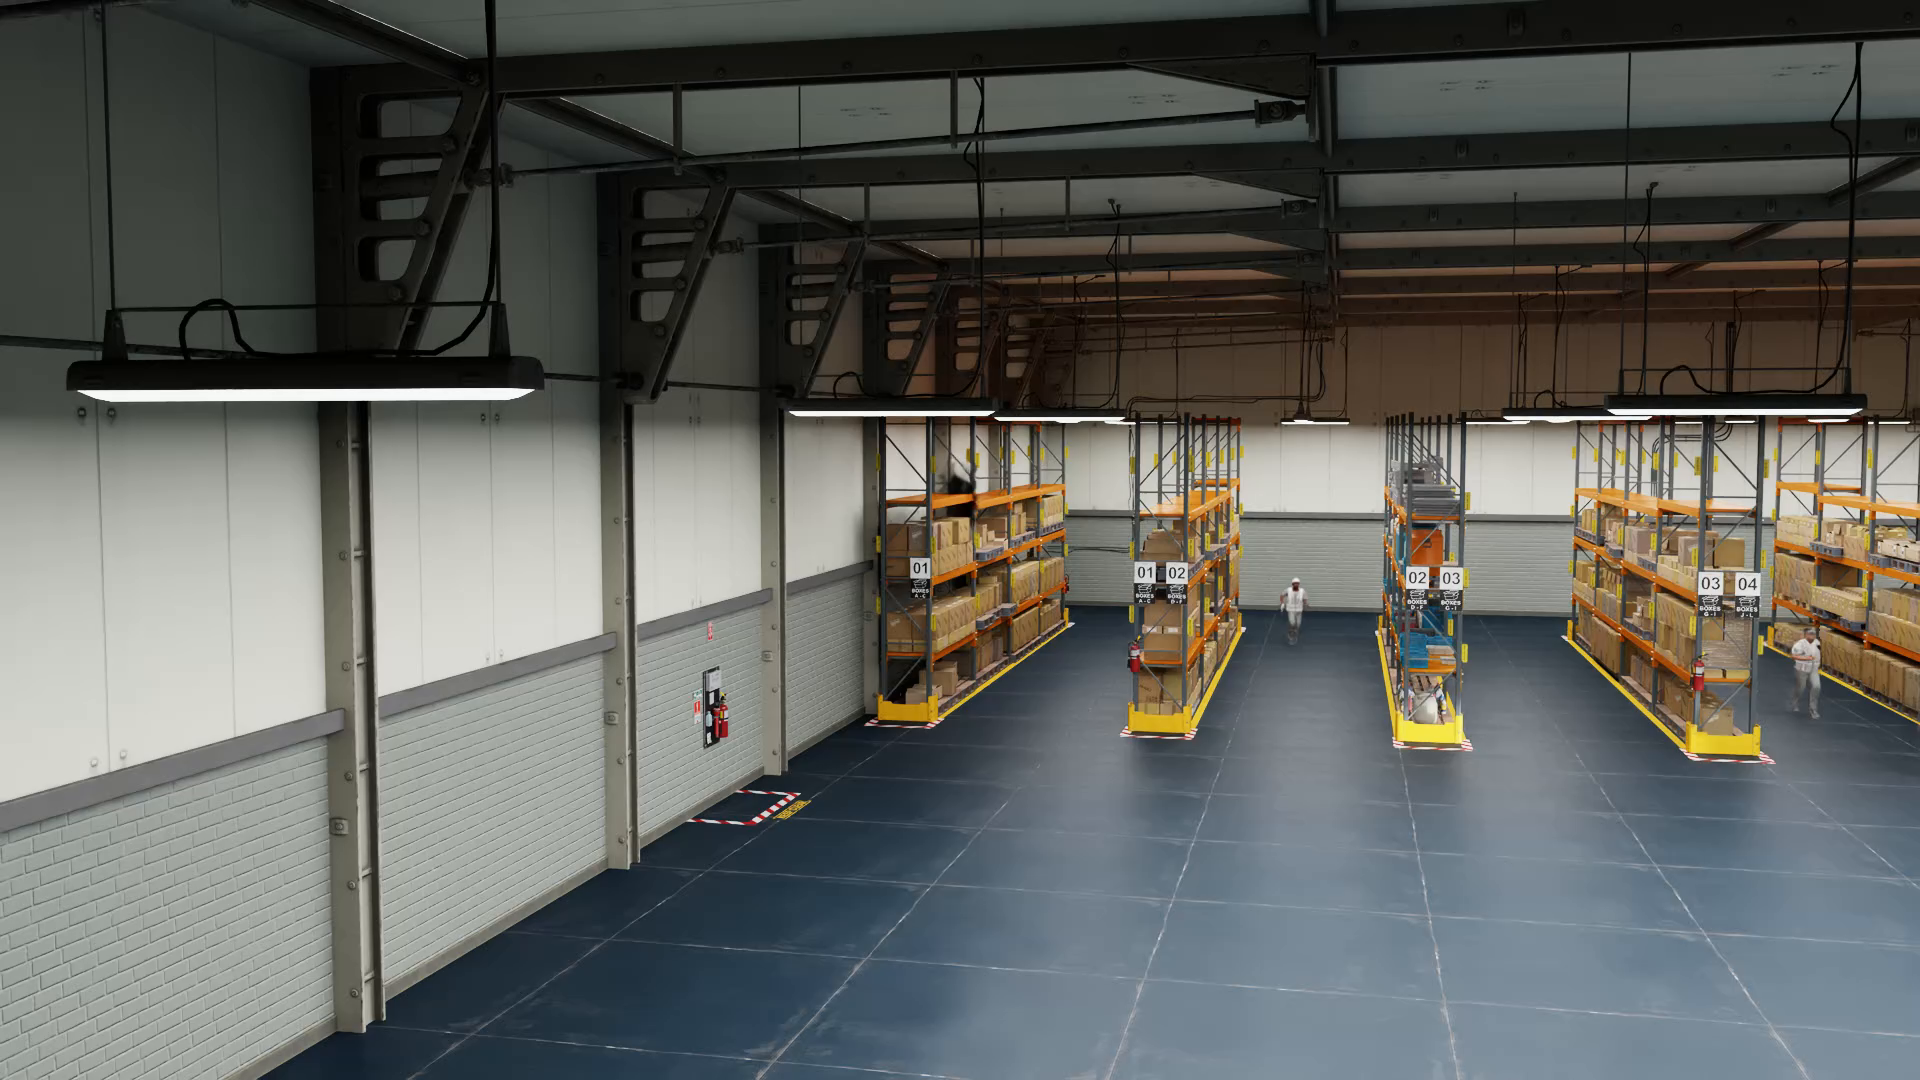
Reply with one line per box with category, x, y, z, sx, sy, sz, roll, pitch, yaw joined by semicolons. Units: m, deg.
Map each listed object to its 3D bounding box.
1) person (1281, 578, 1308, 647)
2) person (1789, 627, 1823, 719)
person;8.774;1.890;43.589;0.658;1.806;0.821;0;4;-2
person;16.821;2.614;33.079;0.688;1.833;0.937;0;4;-4
